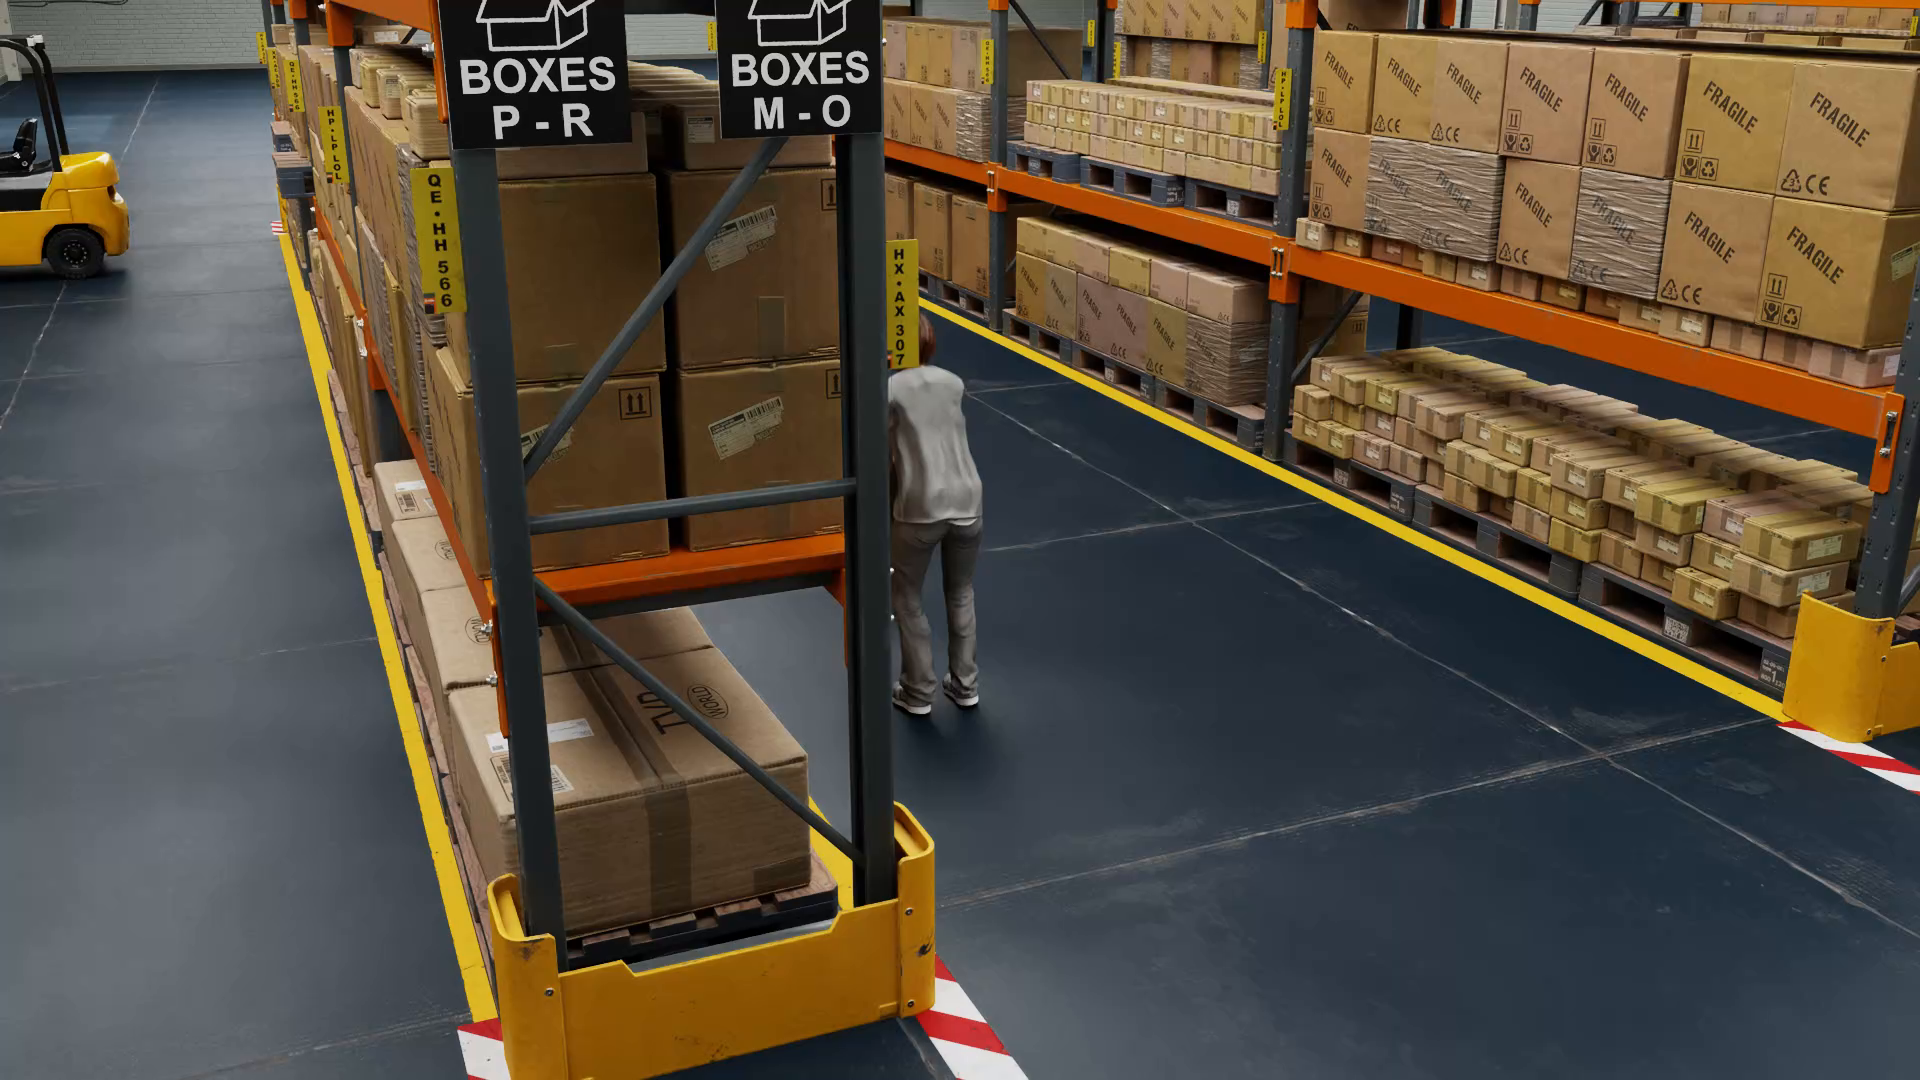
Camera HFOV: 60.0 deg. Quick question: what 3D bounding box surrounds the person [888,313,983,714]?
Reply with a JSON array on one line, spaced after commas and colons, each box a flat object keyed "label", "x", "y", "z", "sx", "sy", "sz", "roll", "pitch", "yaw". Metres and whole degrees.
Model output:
[{"label": "person", "x": -0.132, "y": -0.098, "z": 6.459, "sx": 0.376, "sy": 1.540, "sz": 0.547, "roll": -8, "pitch": 21, "yaw": -23}]
